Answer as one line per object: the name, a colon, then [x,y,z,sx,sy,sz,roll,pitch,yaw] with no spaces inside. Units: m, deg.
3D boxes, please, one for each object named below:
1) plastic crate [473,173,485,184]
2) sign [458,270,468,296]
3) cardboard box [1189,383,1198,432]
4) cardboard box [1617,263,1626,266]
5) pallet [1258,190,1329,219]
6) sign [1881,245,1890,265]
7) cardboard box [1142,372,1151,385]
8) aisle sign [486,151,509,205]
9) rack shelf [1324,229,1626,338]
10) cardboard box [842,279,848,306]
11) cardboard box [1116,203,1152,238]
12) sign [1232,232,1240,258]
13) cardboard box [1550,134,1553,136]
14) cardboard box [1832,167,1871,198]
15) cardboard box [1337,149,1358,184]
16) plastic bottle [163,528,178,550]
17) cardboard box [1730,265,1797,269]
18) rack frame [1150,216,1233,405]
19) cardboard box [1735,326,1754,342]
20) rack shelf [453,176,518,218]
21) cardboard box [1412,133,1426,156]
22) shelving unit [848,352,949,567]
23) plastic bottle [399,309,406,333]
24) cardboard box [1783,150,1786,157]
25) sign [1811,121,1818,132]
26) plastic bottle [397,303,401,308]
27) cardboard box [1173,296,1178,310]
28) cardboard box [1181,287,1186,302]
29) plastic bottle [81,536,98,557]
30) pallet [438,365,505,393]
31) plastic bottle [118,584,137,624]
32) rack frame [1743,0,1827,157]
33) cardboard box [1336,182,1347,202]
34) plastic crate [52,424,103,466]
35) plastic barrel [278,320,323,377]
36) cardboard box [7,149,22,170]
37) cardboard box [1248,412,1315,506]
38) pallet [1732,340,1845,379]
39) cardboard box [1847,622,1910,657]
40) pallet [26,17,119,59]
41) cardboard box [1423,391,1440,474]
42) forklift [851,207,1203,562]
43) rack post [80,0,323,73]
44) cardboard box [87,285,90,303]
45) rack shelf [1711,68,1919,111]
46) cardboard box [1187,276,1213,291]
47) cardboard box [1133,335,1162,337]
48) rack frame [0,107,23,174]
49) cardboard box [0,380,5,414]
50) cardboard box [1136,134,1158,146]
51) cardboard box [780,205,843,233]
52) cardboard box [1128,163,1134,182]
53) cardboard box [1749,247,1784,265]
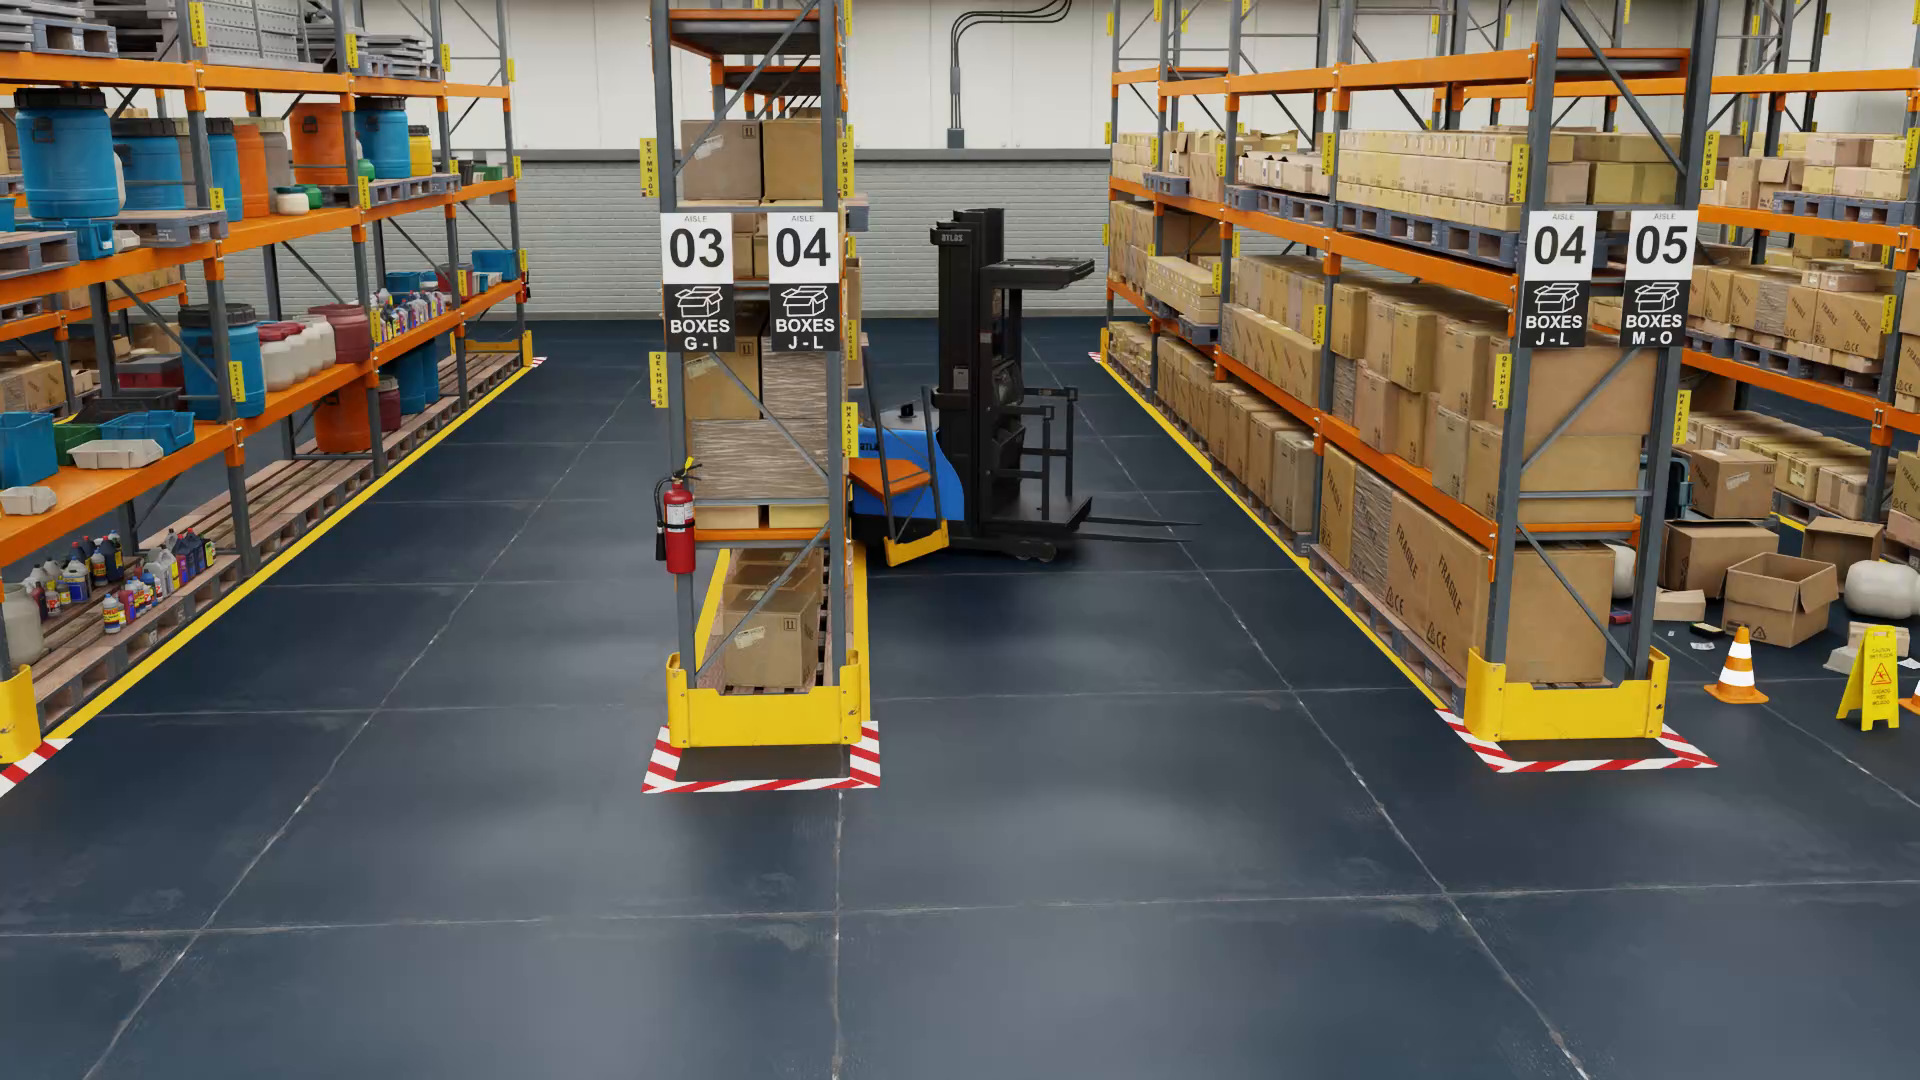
plastic crate: [-6.752,-4.938,22.708,0.437,0.136,0.530,-1,14,-3]
sign: [-6.331,-3.270,21.161,0.100,0.325,0.005,-1,14,-3]
cardboard box: [2.938,-1.543,19.177,0.500,0.500,0.500,0,14,-1]
cardboard box: [7.869,-3.148,19.033,0.500,0.500,0.500,-1,14,-2]
pallet: [3.433,-3.185,15.745,1.003,0.211,1.213,0,14,-1]
sign: [12.367,-3.844,22.210,0.100,0.325,0.005,-1,14,-3]
cardboard box: [2.656,-2.171,22.323,0.380,0.149,0.250,-1,14,-3]
aisle sign: [-6.840,-5.404,24.794,0.394,0.787,0.004,-1,14,-3]
rack shelf: [3.640,-1.873,11.712,1.077,0.370,4.000,-1,14,-3]
cardboard box: [-1.138,-1.784,13.137,0.500,0.500,0.500,-1,14,-3]
cardboard box: [2.573,-4.687,24.417,0.500,0.500,0.500,0,14,-2]
sign: [3.574,-3.826,21.554,0.100,0.325,0.005,-1,14,-3]
cardboard box: [3.999,-2.582,10.881,0.380,0.149,0.250,-1,14,-4]
cardboard box: [8.243,-3.220,14.962,0.500,0.250,0.500,-1,14,-3]
cardboard box: [3.267,-2.917,12.983,0.500,0.250,0.500,-1,14,-3]
plastic bottle: [-6.201,0.089,13.093,0.144,0.351,0.185,-1,14,-3]
cardboard box: [8.508,-2.650,17.666,0.500,0.500,0.500,-1,14,-5]
rack frame: [3.020,-3.256,21.662,1.000,3.000,0.127,-1,14,-3]
cardboard box: [8.081,-2.094,16.806,0.380,0.149,0.250,0,14,0]
rack shelf: [-7.004,-4.730,22.814,1.077,0.370,4.000,-1,14,-3]
cardboard box: [3.310,-2.699,11.336,0.380,0.149,0.250,-1,14,-3]
shelving unit: [-0.683,-0.714,14.287,0.587,1.500,1.083,-20,31,-25]
plastic bottle: [-6.388,-2.500,18.982,0.097,0.271,0.097,0,14,0]
cardboard box: [12.467,-5.713,24.897,0.500,0.250,0.500,-1,14,-2]
sign: [13.216,-6.315,25.754,0.100,0.325,0.005,-1,14,-3]
plastic bottle: [-6.580,-2.659,19.599,0.097,0.271,0.097,0,14,0]
cardboard box: [2.705,-2.778,19.464,0.380,0.149,0.250,0,14,-2]
cardboard box: [2.731,-2.797,18.942,0.380,0.149,0.250,-1,14,-3]
plastic bottle: [-6.748,0.138,12.902,0.144,0.351,0.185,0,14,-2]
pallet: [-7.043,-2.264,23.403,1.003,0.211,1.213,-1,14,-3]
plastic bottle: [-5.934,0.446,11.840,0.061,0.283,0.133,-1,14,-3]
rack frame: [12.661,-7.335,25.477,1.000,3.000,0.127,-1,14,-3]
cardboard box: [3.199,-2.754,13.150,0.380,0.149,0.250,-1,14,-4]
plastic crate: [-6.582,-0.694,12.129,0.450,0.188,0.662,-1,14,-3]
plastic barrel: [-6.329,-1.830,15.896,0.421,0.512,0.421,0,14,0]
cardboard box: [-11.606,-4.800,20.939,0.500,0.250,0.500,-1,14,-3]
cardboard box: [3.332,-0.773,15.684,1.050,0.750,0.750,-1,14,-3]
pallet: [8.366,-1.778,16.303,1.003,0.211,1.213,-1,14,-3]
cardboard box: [6.601,0.713,11.958,0.380,0.149,0.250,7,16,26]
pallet: [-6.227,-3.250,10.781,1.003,0.211,1.213,-1,14,-3]
cardboard box: [3.730,-0.714,11.479,0.875,0.550,0.550,-1,14,-3]
forklift: [0.605,-1.378,14.500,3.031,2.935,1.130,4,15,15]
rack post: [-6.592,-4.629,14.558,1.013,1.000,3.121,-1,14,-3]
cardboard box: [-11.618,-3.359,21.862,0.500,0.500,0.500,-1,14,-2]
rack shelf: [8.326,-4.229,15.649,1.077,0.370,4.000,-1,14,-3]
cardboard box: [2.751,-2.874,18.643,0.380,0.149,0.250,0,14,-2]
cardboard box: [2.678,-2.838,23.722,0.380,0.149,0.250,-1,14,-3]
rack frame: [-11.824,-5.958,20.124,1.000,3.000,0.127,-1,14,-3]
cardboard box: [-11.421,-1.563,19.214,0.500,0.500,0.500,-1,14,-5]
cardboard box: [2.622,-5.466,22.729,0.380,0.149,0.250,-1,14,-4]
cardboard box: [-0.899,-1.931,9.994,0.380,0.149,0.250,-1,14,-2]
cardboard box: [2.639,-5.128,23.218,0.500,0.250,0.500,-1,14,-4]
cardboard box: [12.420,-4.384,25.751,0.500,0.250,0.500,-1,14,-3]
